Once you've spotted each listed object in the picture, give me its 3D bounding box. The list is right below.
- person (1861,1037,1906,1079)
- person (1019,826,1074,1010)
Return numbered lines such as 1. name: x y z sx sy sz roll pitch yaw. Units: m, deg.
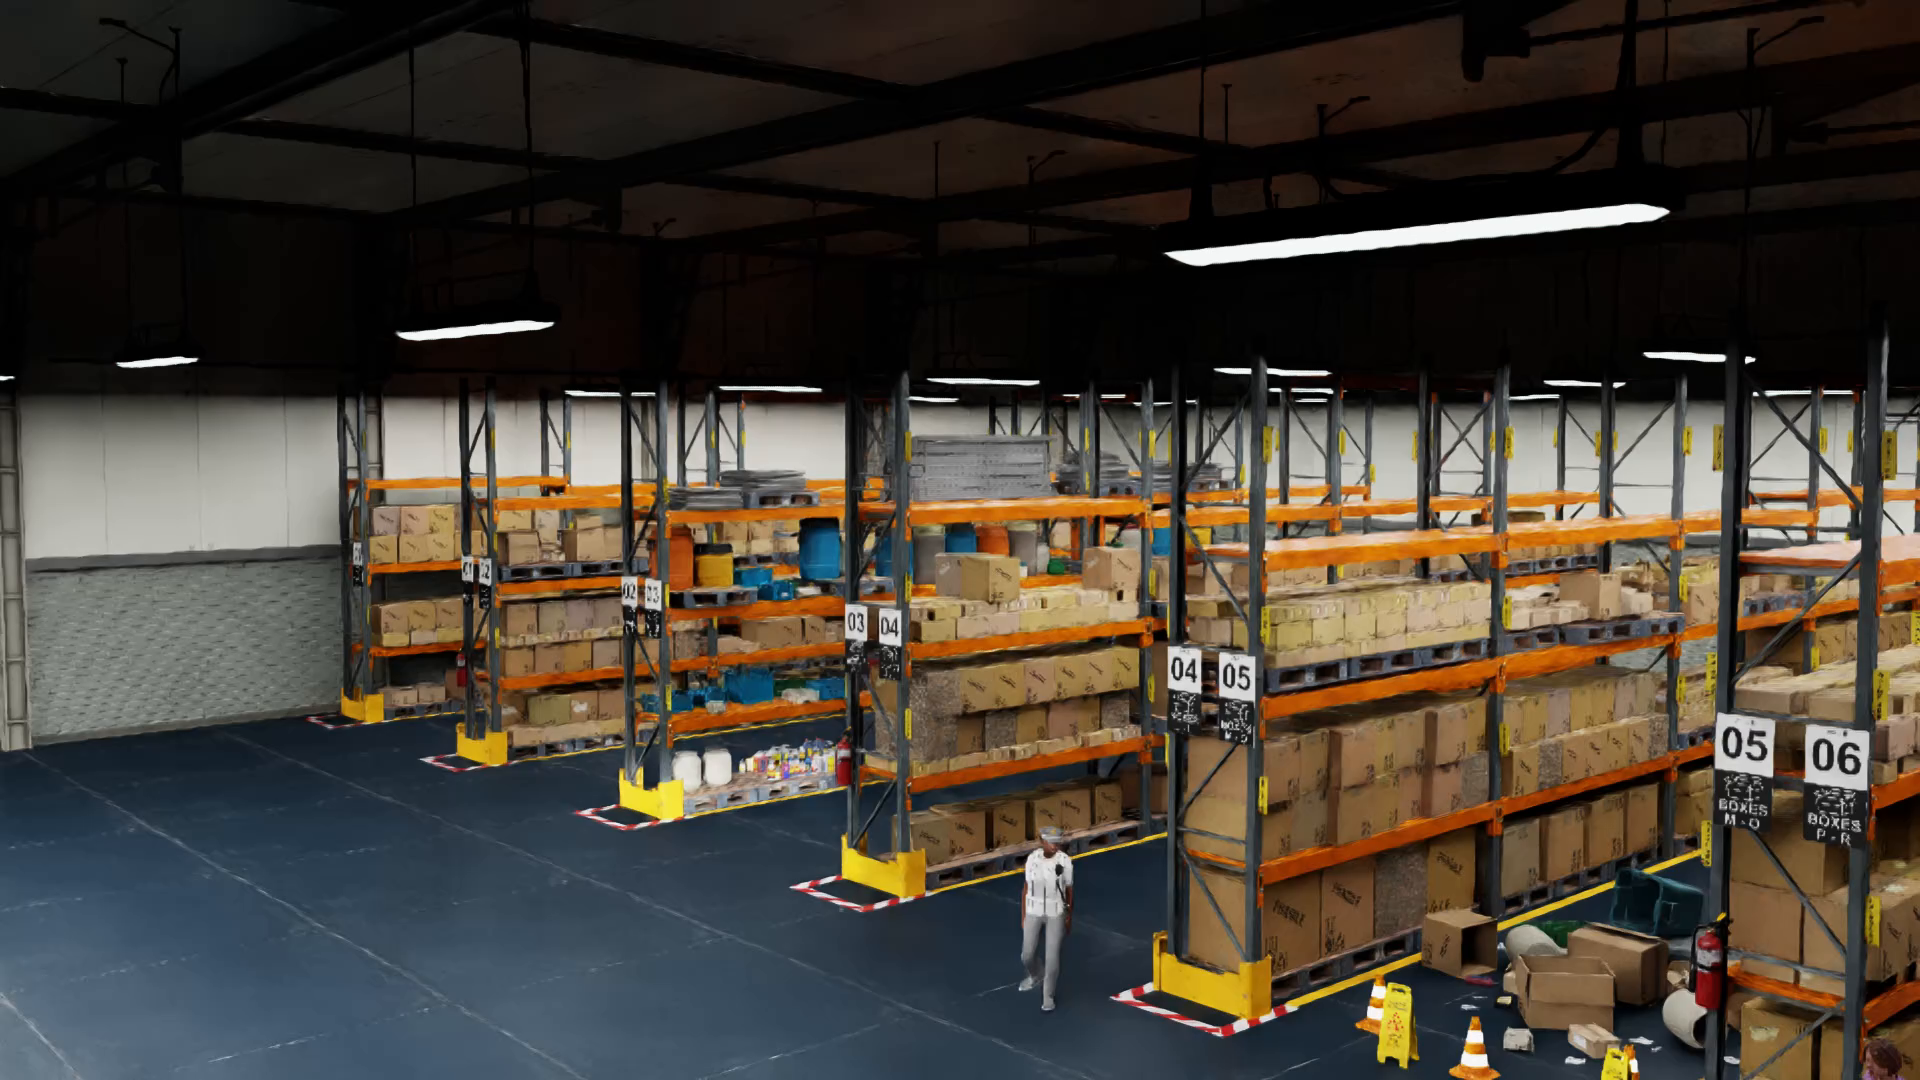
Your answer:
1. person: 5.635 3.831 9.998 0.876 1.336 0.458 -1 4 -19
2. person: 0.772 3.353 14.983 0.520 1.665 0.536 1 4 11
